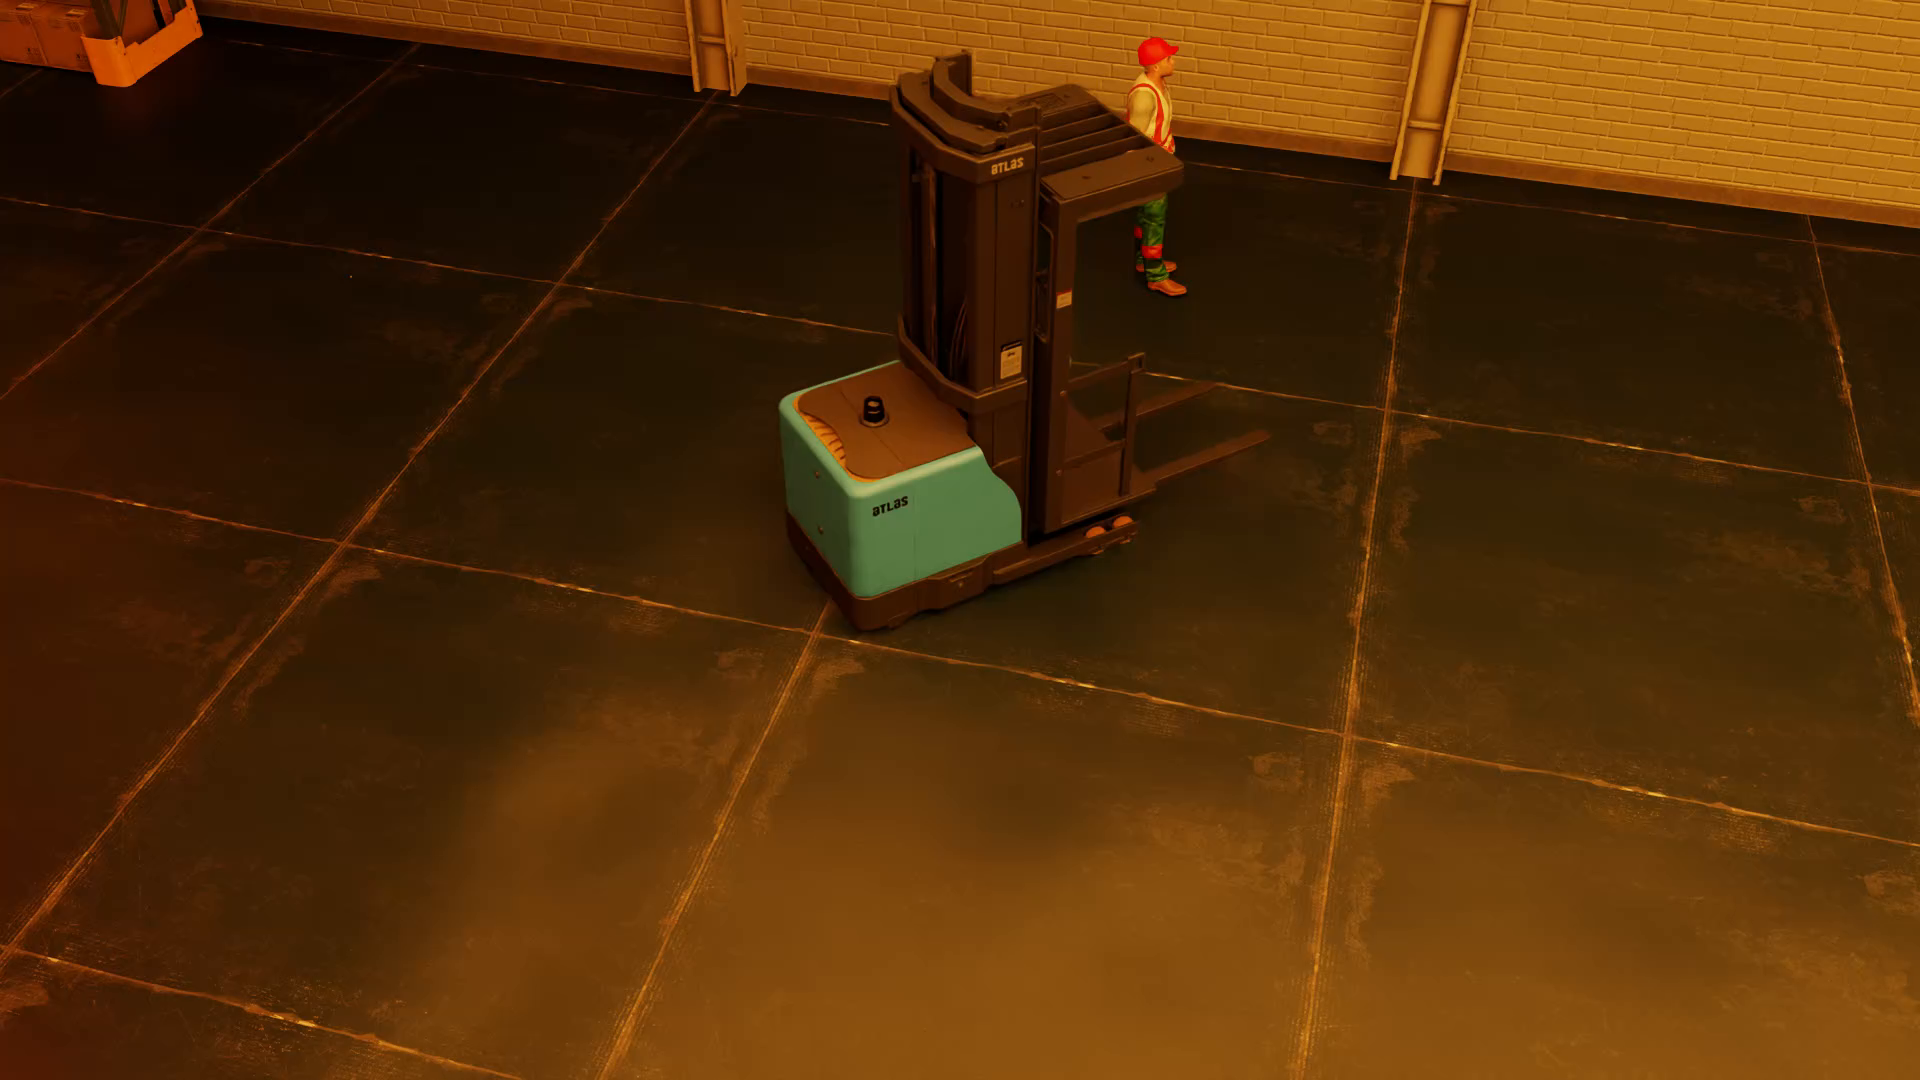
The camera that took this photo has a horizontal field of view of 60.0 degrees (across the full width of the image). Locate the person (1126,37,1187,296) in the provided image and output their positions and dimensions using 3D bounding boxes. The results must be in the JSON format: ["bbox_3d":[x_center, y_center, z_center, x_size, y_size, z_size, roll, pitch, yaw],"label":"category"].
[{"bbox_3d":[1.438,-2.661,11.751,0.565,1.788,0.637,10,42,11],"label":"person"}]

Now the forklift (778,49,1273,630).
[{"bbox_3d":[0.497,-1.301,9.346,3.031,2.935,1.130,-20,45,-22],"label":"forklift"}]
